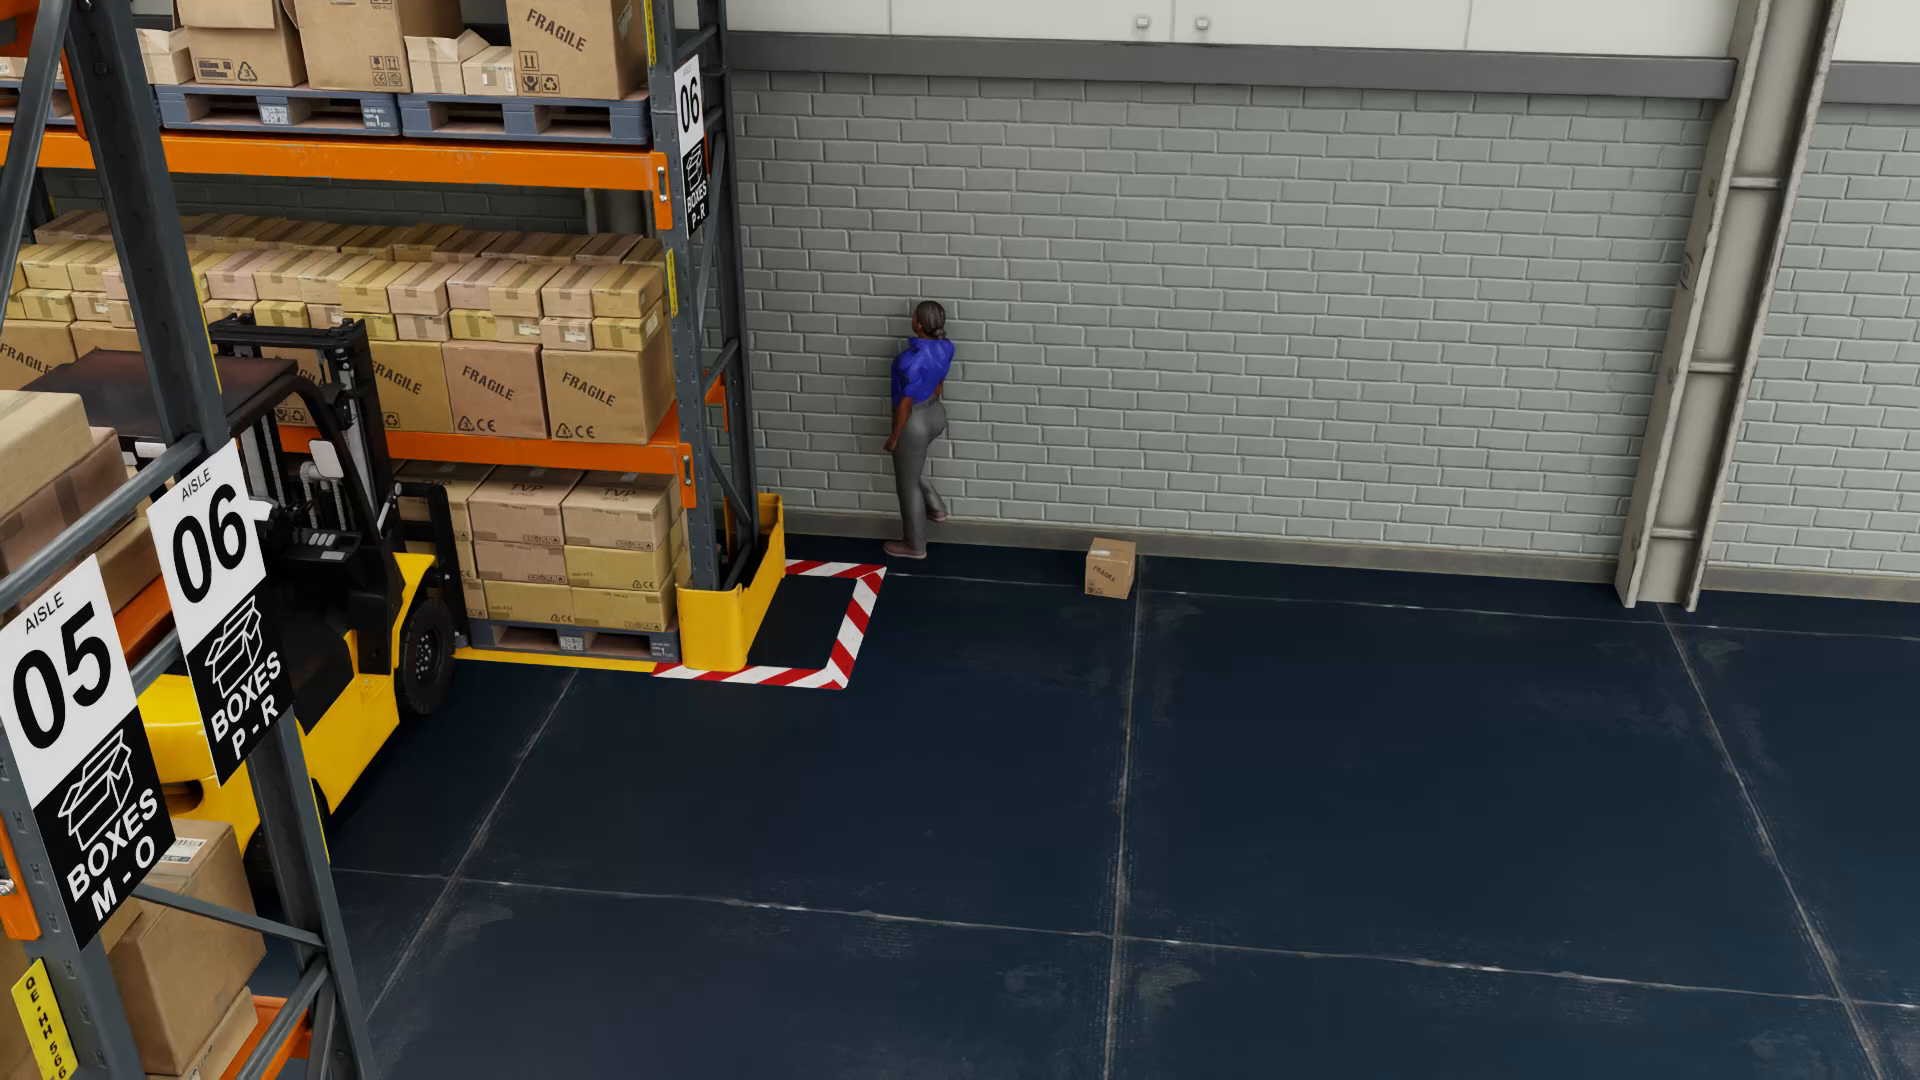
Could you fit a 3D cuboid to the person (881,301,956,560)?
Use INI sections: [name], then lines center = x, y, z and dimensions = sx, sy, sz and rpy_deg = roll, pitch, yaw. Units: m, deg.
[person]
center = -0.271, -0.678, 9.893
dimensions = 0.523, 1.638, 0.446
rpy_deg = 19, 34, 31
